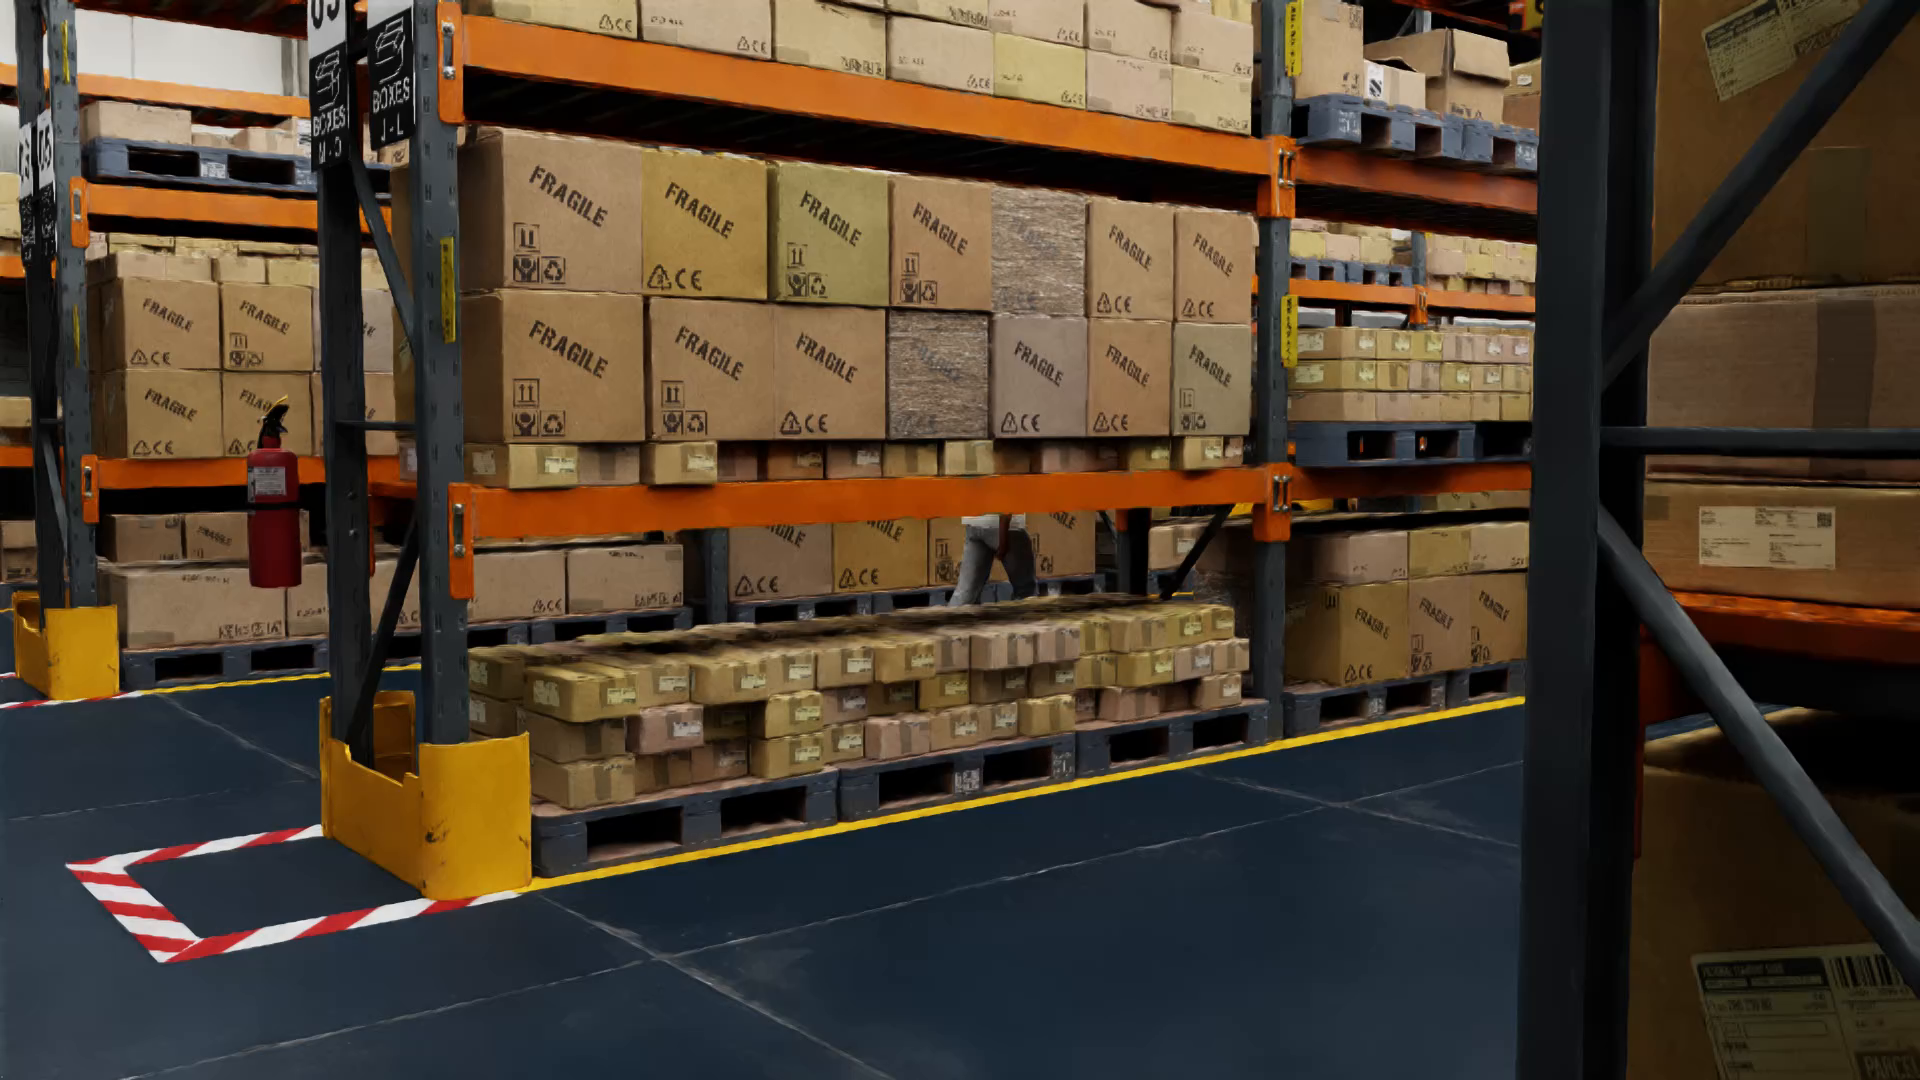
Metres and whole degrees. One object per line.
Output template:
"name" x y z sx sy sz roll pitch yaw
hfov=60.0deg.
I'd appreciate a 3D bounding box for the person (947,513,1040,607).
"person" 0.265 -0.090 10.106 1.010 1.710 0.596 -4 6 -41
